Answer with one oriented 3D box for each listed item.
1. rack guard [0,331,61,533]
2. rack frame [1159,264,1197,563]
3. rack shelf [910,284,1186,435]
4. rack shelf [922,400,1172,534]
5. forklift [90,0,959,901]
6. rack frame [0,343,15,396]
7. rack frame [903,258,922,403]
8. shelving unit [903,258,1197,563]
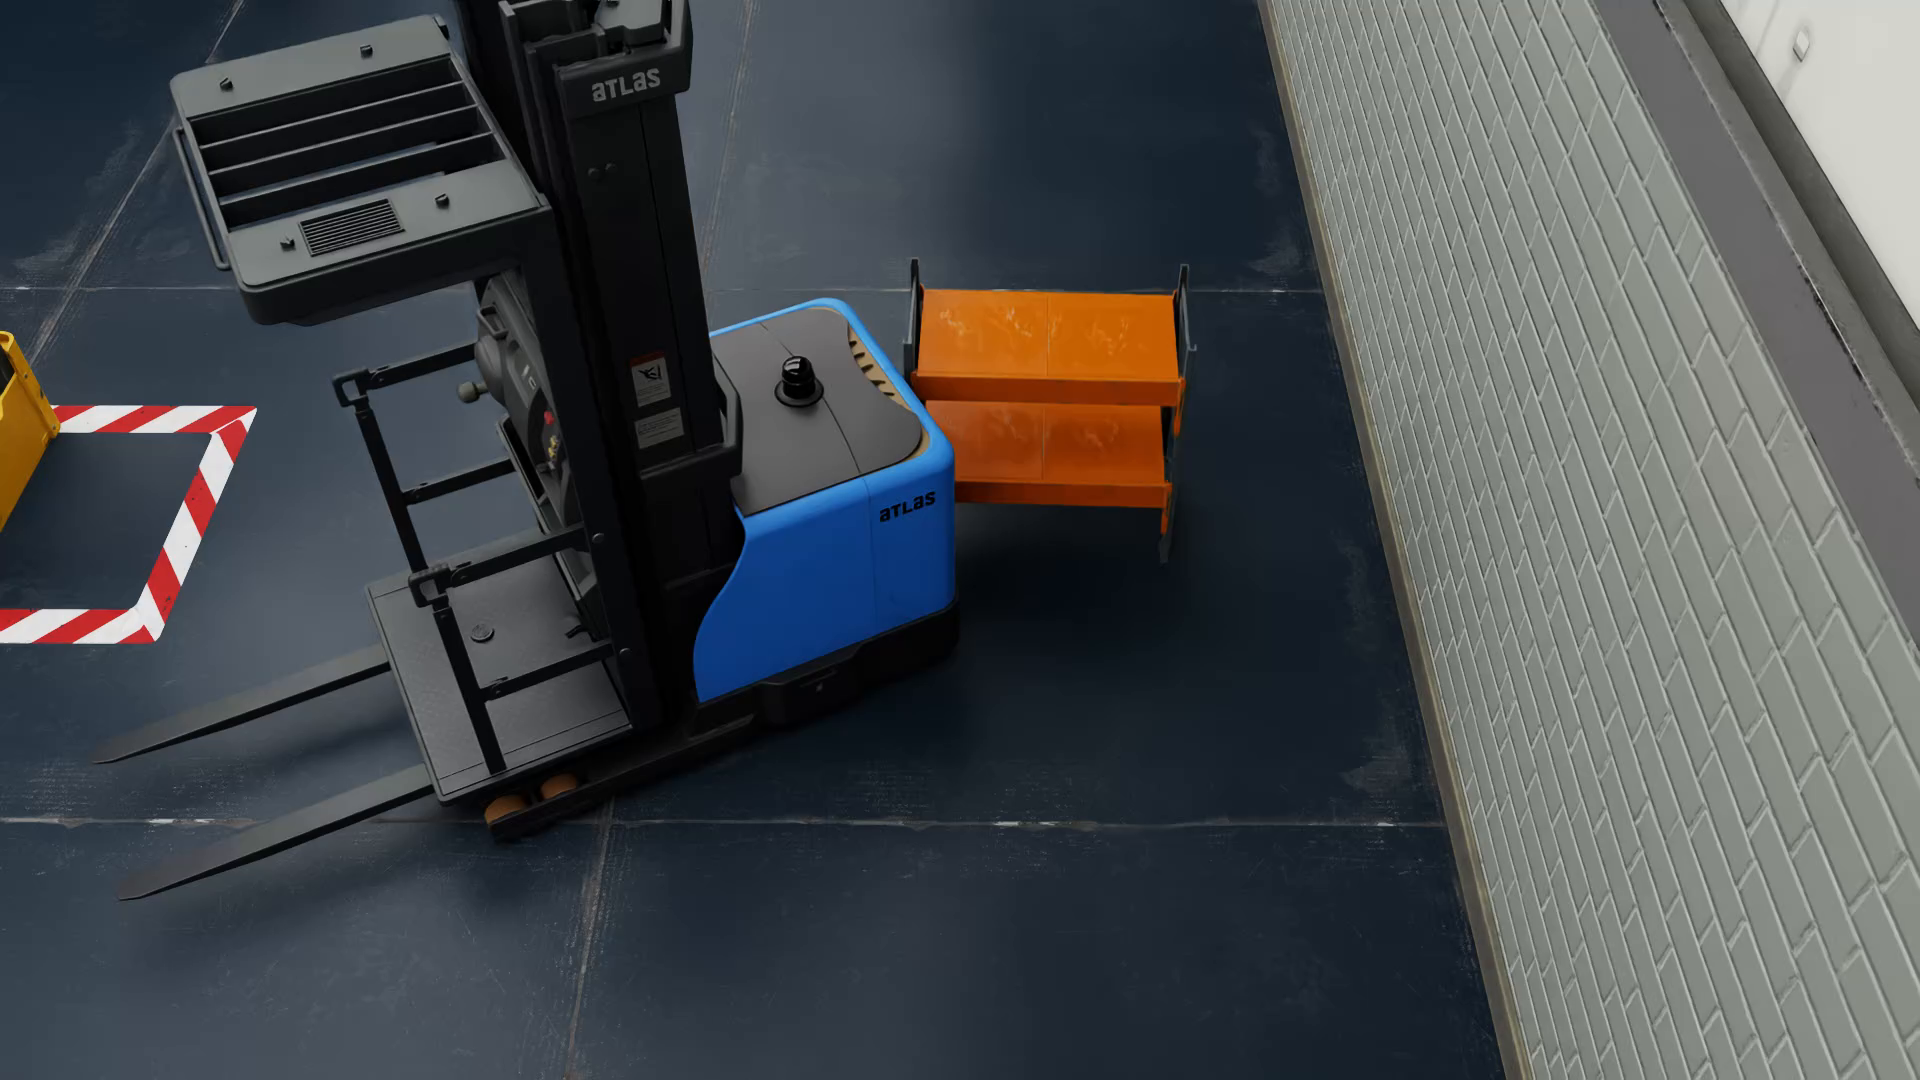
[{"bbox_3d":[-4.115,-0.276,6.746,0.348,0.500,1.175,0,47,0],"label":"rack guard"},{"bbox_3d":[0.837,-0.473,6.503,0.032,1.125,0.500,2,47,1],"label":"rack frame"},{"bbox_3d":[0.329,-0.687,6.302,1.000,0.278,0.538,2,47,1],"label":"rack shelf"},{"bbox_3d":[0.329,-0.321,6.695,1.000,0.278,0.538,2,47,1],"label":"rack shelf"},{"bbox_3d":[-1.554,-0.392,5.193,3.031,2.935,1.130,-21,50,-18],"label":"forklift"},{"bbox_3d":[-4.039,-1.127,5.831,0.127,3.000,1.000,0,47,0],"label":"rack frame"},{"bbox_3d":[-0.179,-0.501,6.529,0.032,1.125,0.500,2,47,1],"label":"rack frame"},{"bbox_3d":[0.329,-0.487,6.516,1.048,1.125,0.538,2,47,1],"label":"shelving unit"}]
